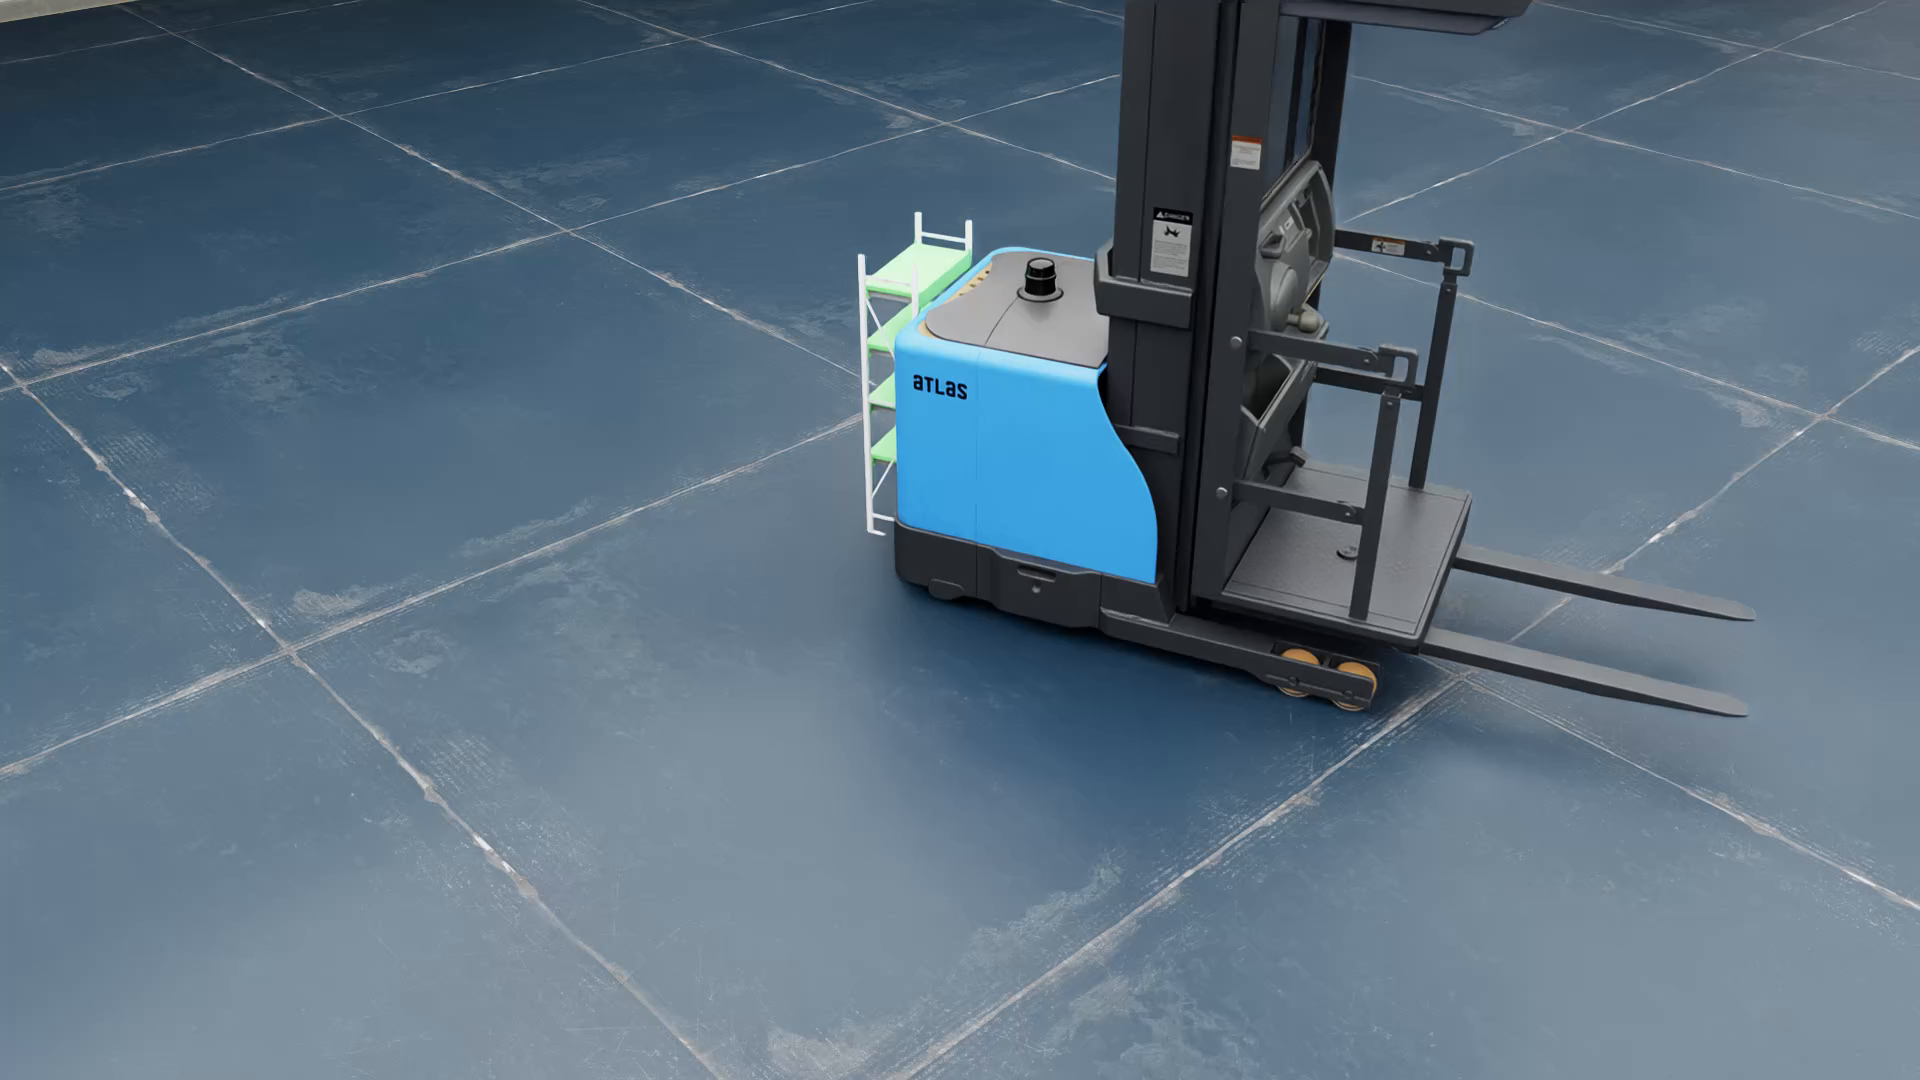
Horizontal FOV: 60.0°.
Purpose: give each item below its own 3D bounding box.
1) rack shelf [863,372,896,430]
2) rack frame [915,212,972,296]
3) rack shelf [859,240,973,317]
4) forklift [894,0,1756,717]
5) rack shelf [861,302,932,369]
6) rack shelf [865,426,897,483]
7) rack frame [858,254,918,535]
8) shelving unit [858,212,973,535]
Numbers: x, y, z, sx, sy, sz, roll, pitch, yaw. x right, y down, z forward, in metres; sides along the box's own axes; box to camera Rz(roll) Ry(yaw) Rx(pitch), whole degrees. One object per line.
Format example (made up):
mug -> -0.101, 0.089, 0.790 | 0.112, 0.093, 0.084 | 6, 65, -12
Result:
rack shelf -> -0.165, -0.583, 6.676 | 0.258, 0.148, 0.480 | 13, 34, 21
rack frame -> -0.065, -0.754, 6.832 | 0.240, 1.200, 0.015 | 13, 34, 21
rack shelf -> -0.166, -0.993, 6.426 | 0.258, 0.148, 0.480 | 13, 34, 21
forklift -> 1.311, -0.974, 5.533 | 3.031, 2.935, 1.130 | 13, 34, 21
rack shelf -> -0.165, -0.788, 6.551 | 0.258, 0.148, 0.480 | 13, 34, 21
rack shelf -> -0.165, -0.378, 6.801 | 0.258, 0.148, 0.480 | 13, 34, 21
rack frame -> -0.266, -0.522, 6.453 | 0.240, 1.200, 0.015 | 13, 34, 21
shelving unit -> -0.165, -0.638, 6.643 | 0.258, 1.200, 0.503 | 13, 34, 21
